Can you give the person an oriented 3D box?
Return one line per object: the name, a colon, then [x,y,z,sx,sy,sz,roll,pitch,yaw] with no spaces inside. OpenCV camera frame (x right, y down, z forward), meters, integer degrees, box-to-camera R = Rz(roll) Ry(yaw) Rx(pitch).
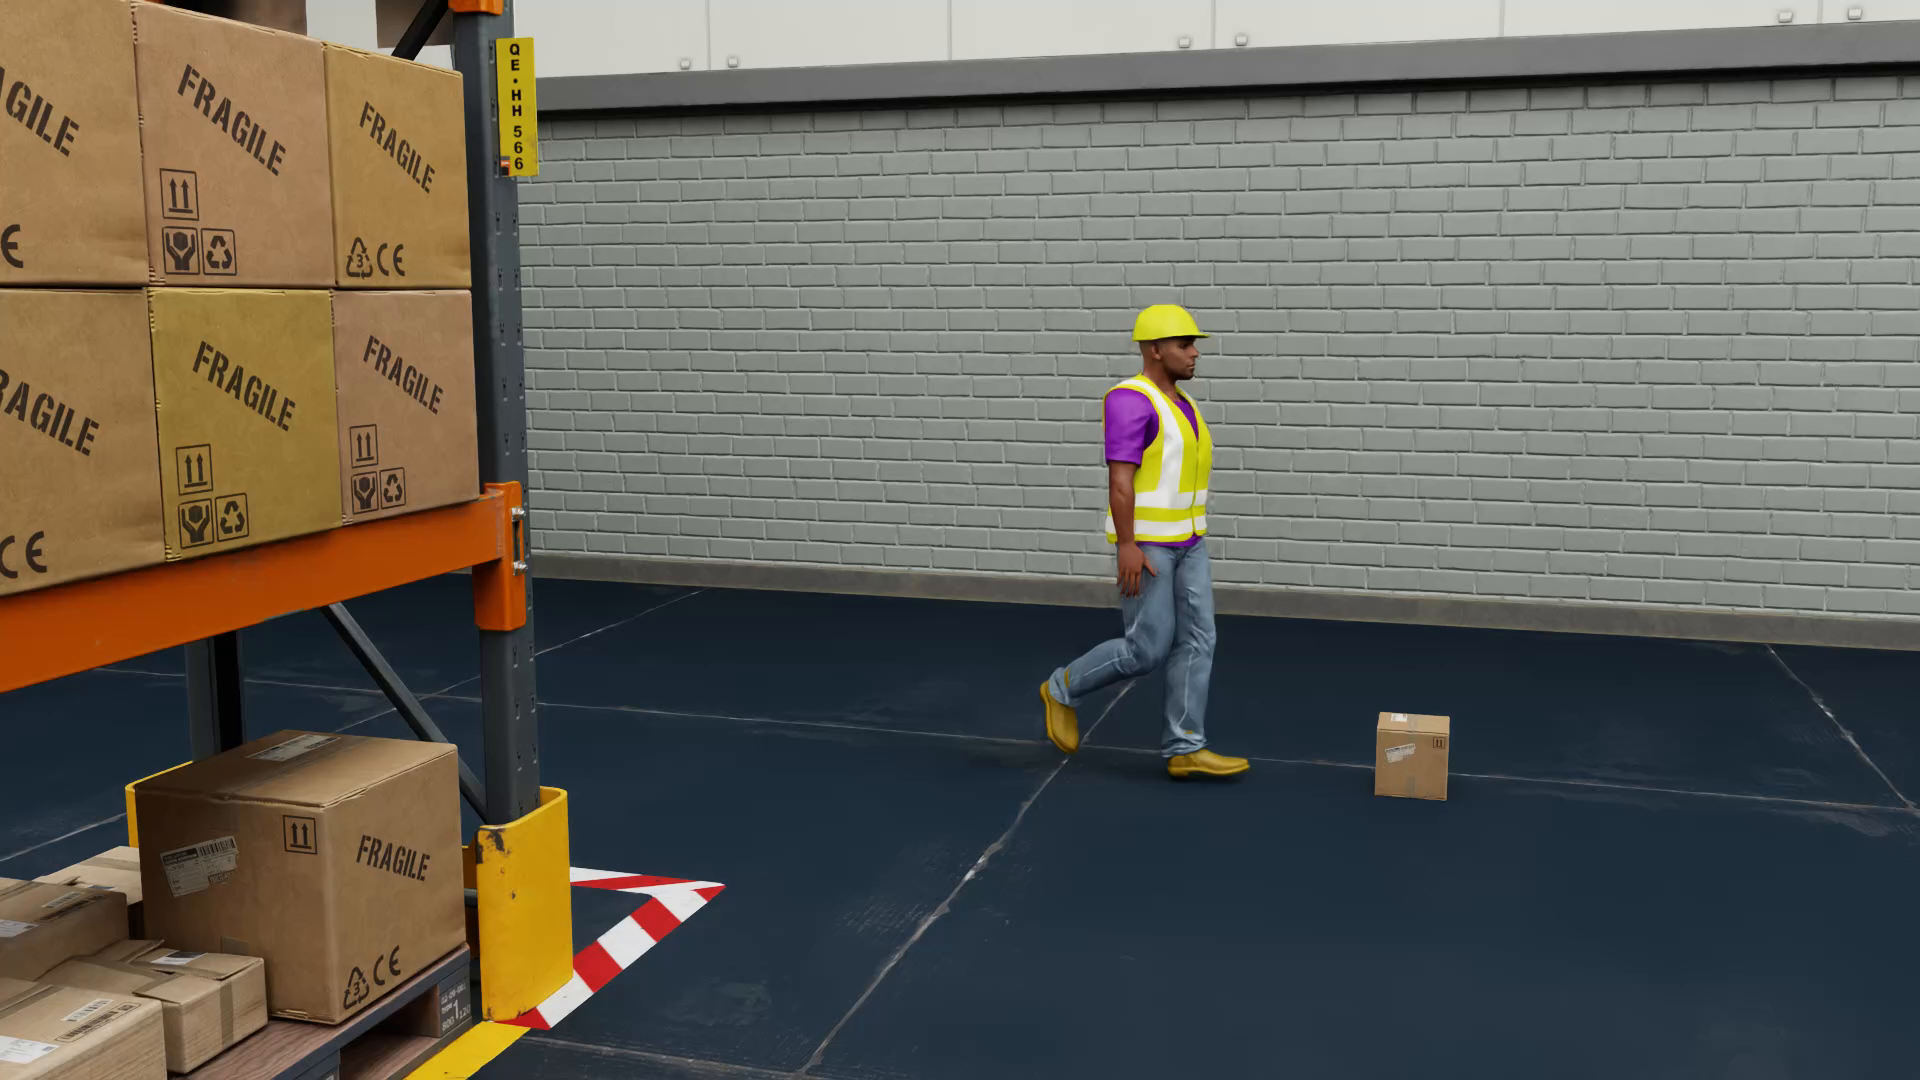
person: [0.706,0.001,6.215,0.796,1.744,0.608,6,10,37]
